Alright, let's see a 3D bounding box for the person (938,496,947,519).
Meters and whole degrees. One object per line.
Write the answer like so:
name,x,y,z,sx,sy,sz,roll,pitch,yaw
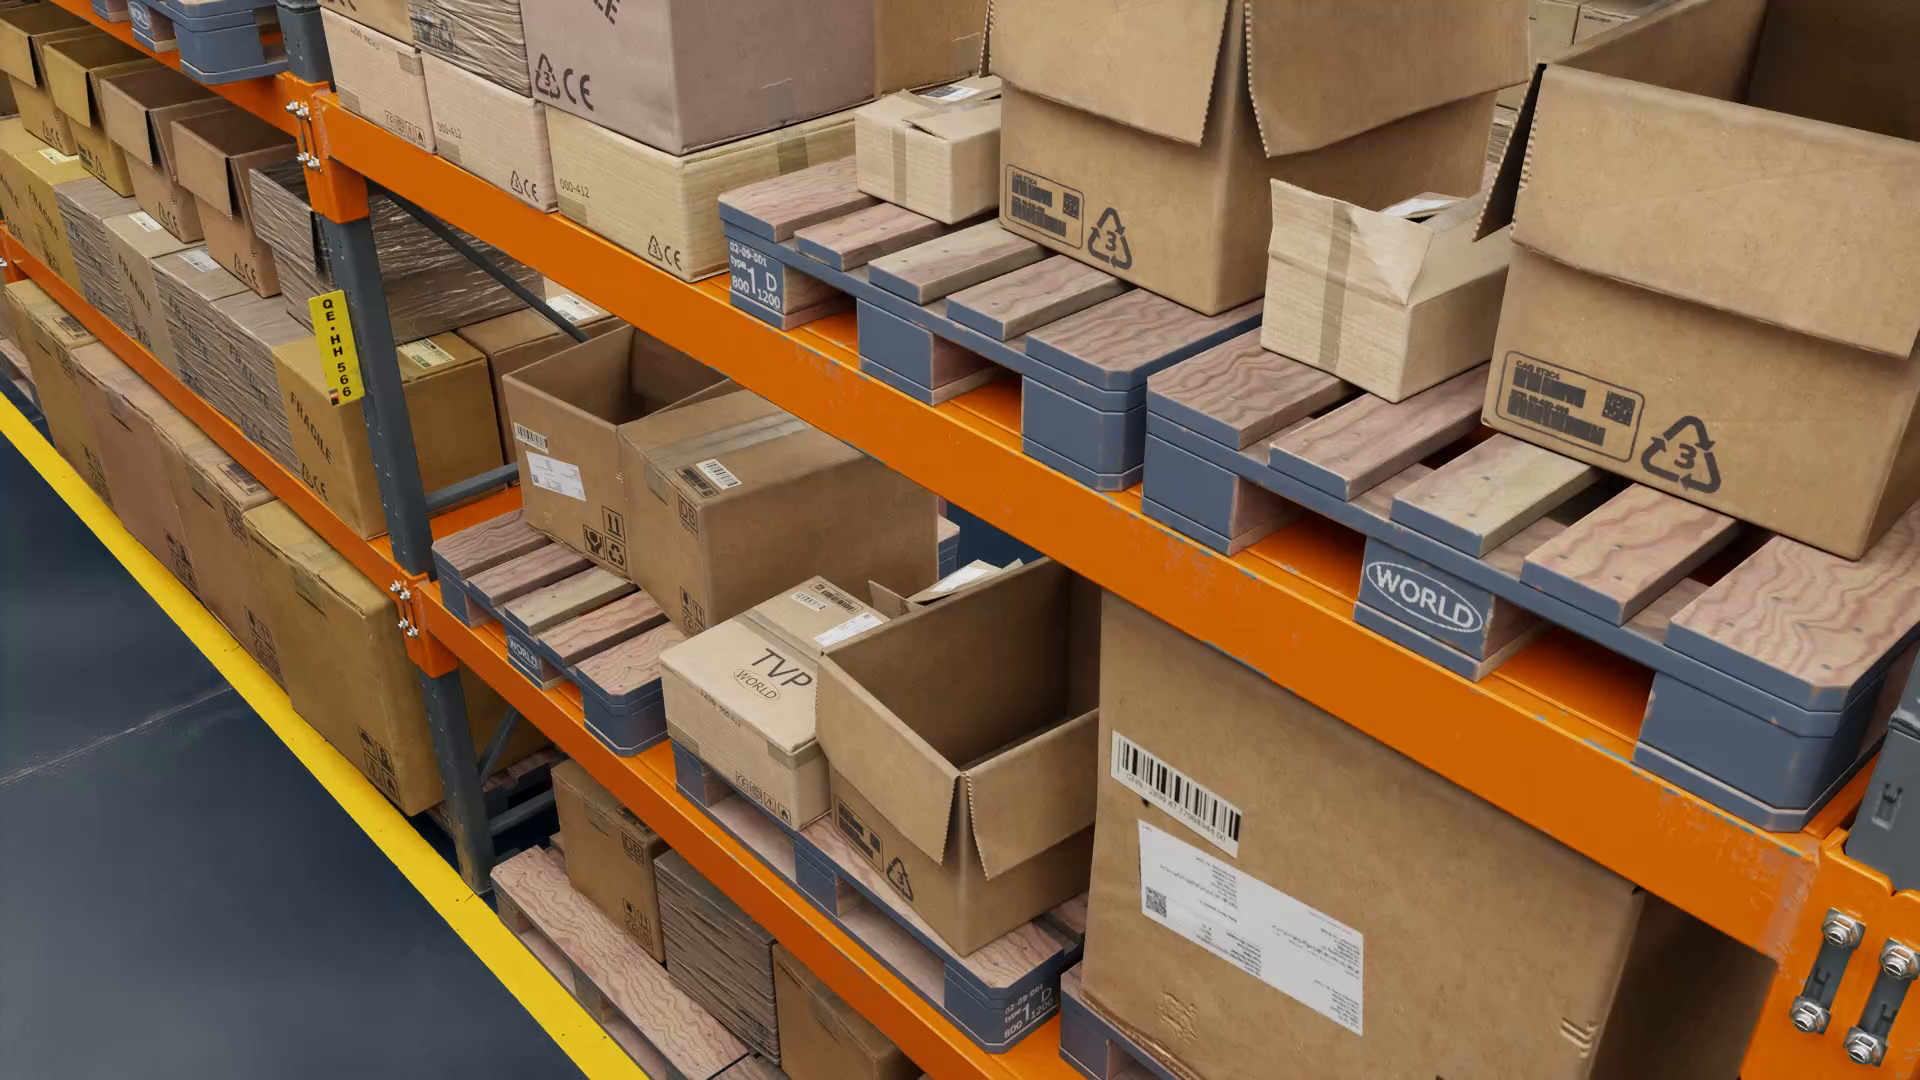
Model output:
person,-0.264,-0.447,7.079,0.416,1.437,0.505,27,41,37
